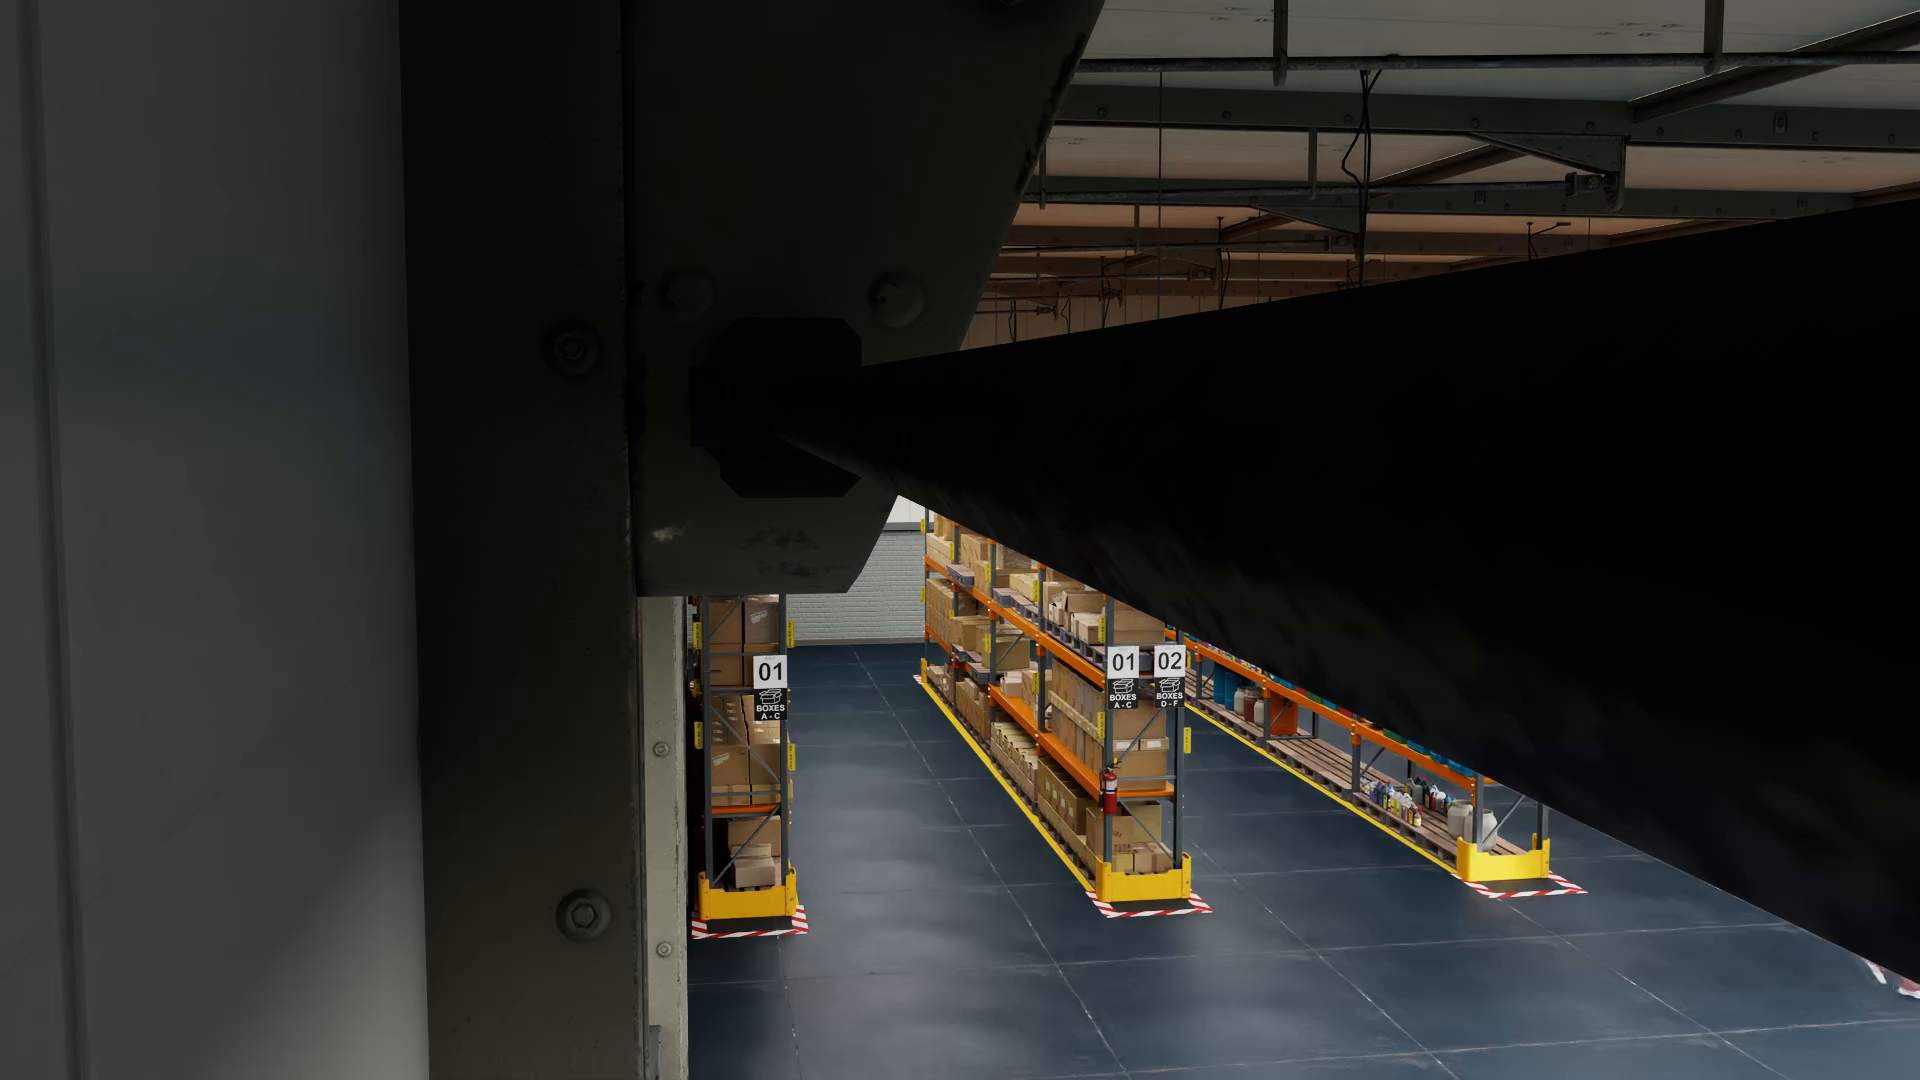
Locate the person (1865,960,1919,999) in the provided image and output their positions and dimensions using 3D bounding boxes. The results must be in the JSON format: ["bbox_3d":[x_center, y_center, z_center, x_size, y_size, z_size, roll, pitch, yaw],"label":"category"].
[{"bbox_3d":[9.882,3.982,17.432,0.618,1.644,0.589,2,5,18],"label":"person"}]
